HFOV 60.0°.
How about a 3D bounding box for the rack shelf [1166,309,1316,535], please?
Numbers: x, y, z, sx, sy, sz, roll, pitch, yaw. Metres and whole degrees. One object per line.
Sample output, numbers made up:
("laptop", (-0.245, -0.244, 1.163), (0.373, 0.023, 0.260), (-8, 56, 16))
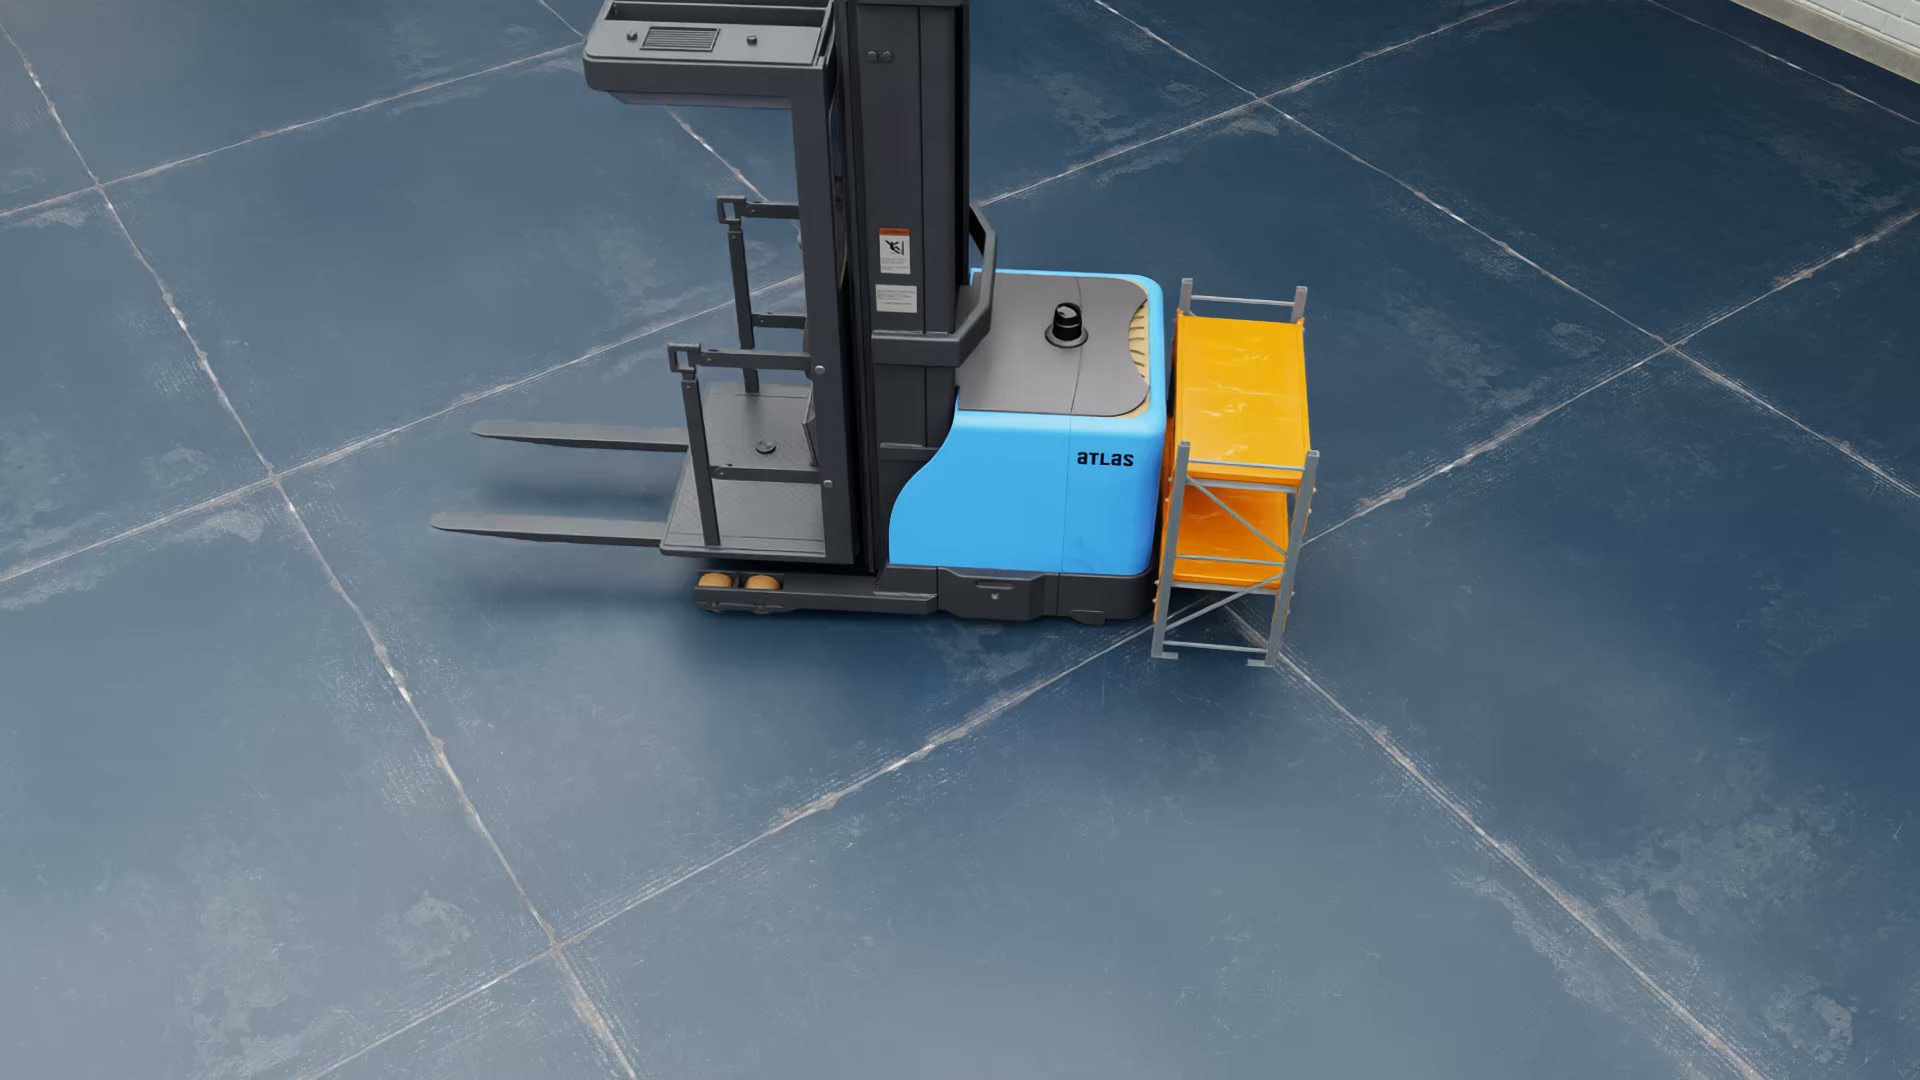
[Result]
("rack shelf", (1.086, -0.482, 6.504), (0.538, 0.278, 1.000), (5, 44, 4))

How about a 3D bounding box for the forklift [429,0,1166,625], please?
("forklift", (-0.697, -1.115, 6.287), (3.031, 2.935, 1.130), (3, 44, 3))

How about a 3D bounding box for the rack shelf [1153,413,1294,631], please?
("rack shelf", (1.081, -0.094, 6.875), (0.538, 0.278, 1.000), (5, 44, 4))

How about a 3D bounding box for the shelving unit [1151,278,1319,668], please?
("shelving unit", (1.084, -0.271, 6.706), (0.538, 1.125, 1.048), (5, 44, 4))

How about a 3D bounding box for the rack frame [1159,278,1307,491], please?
("rack frame", (1.139, -0.620, 7.072), (0.500, 1.125, 0.032), (5, 44, 4))

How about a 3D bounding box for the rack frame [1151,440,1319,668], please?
("rack frame", (1.028, 0.078, 6.341), (0.500, 1.125, 0.032), (5, 44, 4))
